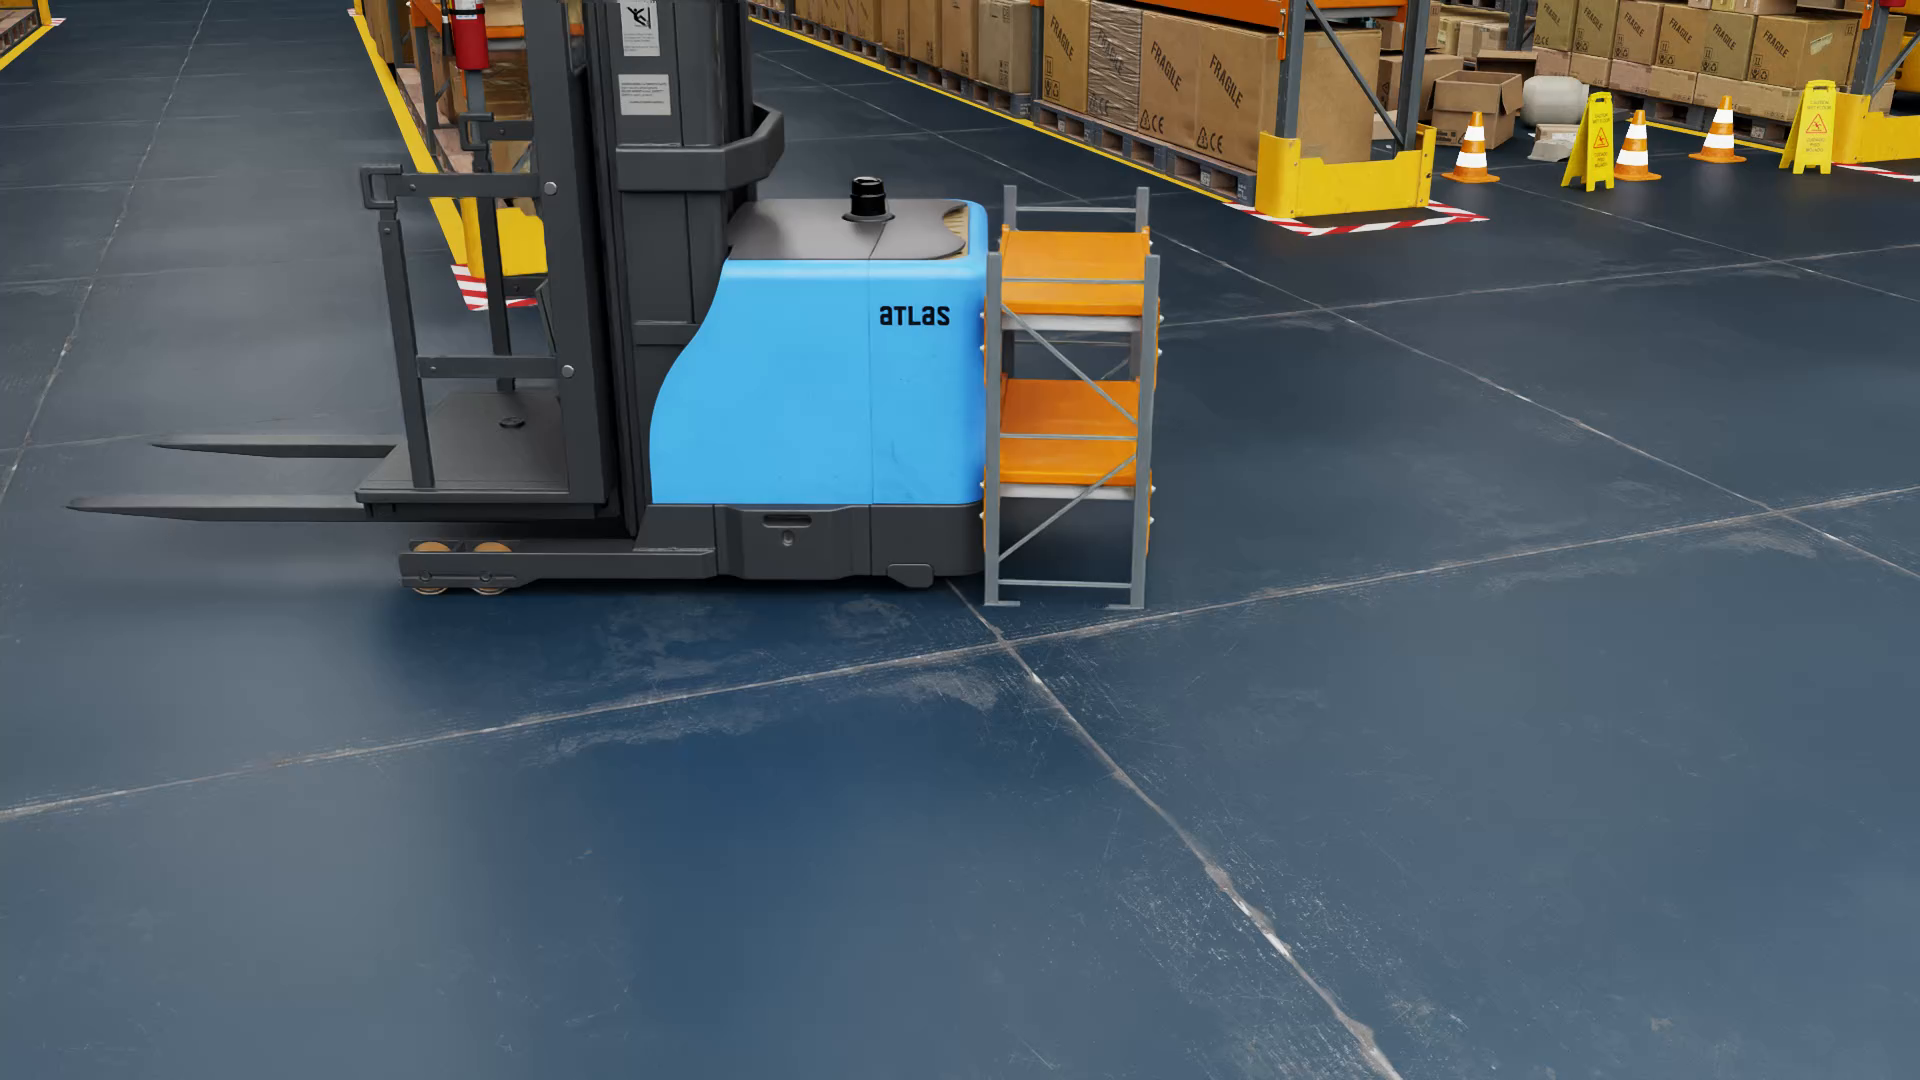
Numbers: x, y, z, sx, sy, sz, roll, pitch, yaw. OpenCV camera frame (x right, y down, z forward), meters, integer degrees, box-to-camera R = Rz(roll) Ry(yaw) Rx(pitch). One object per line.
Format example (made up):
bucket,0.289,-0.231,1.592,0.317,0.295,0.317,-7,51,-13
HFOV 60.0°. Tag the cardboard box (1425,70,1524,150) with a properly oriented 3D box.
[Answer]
cardboard box,4.112,-3.436,13.254,0.637,0.503,0.797,12,26,27

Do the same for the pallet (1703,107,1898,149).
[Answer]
pallet,6.820,-3.338,13.398,1.003,0.211,1.213,-8,24,-19

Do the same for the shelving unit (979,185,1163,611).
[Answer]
shelving unit,0.365,-0.506,5.502,0.538,1.125,1.048,2,23,4

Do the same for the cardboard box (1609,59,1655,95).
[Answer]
cardboard box,6.033,-4.039,14.470,0.500,0.250,0.500,-9,24,-20

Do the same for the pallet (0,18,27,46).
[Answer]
pallet,-11.774,-6.037,19.802,1.003,0.211,1.213,-8,24,-19

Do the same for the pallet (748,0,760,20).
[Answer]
pallet,-2.439,-7.338,22.888,1.003,0.211,1.213,-8,24,-19

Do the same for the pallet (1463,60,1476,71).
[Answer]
pallet,5.411,-4.746,16.740,1.003,0.211,1.213,-8,24,-19

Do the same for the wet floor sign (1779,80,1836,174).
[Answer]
wet floor sign,6.167,-2.995,12.024,0.267,0.644,0.232,0,23,-1

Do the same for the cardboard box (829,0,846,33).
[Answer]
cardboard box,-1.179,-6.110,19.063,0.500,0.500,0.500,-9,25,-21

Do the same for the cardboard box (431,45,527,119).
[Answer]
cardboard box,-3.780,-3.666,13.238,0.700,0.500,0.500,-10,25,-23

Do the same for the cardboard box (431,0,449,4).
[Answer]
cardboard box,-3.092,-3.426,10.339,0.380,0.149,0.250,-8,24,-19

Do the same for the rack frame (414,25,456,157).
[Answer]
rack frame,-3.583,-4.389,12.301,1.000,3.000,0.127,-8,24,-19

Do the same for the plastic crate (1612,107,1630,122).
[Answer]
plastic crate,5.475,-3.720,14.474,0.402,0.080,0.583,-18,29,-37

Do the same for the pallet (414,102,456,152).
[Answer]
pallet,-3.860,-3.387,13.513,1.003,0.211,1.213,-8,24,-19

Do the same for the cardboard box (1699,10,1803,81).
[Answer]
cardboard box,6.386,-4.012,13.440,0.500,0.500,0.500,-7,24,-17

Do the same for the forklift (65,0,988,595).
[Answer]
forklift,-1.413,-1.379,5.247,3.031,2.935,1.130,0,23,1

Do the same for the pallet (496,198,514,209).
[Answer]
pallet,-2.451,-1.978,10.172,1.003,0.211,1.213,-8,24,-19

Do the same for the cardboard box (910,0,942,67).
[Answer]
cardboard box,0.123,-5.092,16.326,1.050,0.750,0.750,-8,24,-18

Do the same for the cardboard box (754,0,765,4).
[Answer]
cardboard box,-2.556,-7.291,22.317,0.380,0.149,0.250,-8,24,-19

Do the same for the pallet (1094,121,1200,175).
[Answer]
pallet,1.723,-3.017,12.636,1.003,0.211,1.213,-8,24,-19

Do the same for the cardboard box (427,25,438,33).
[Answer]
cardboard box,-4.326,-4.248,14.618,0.700,0.500,0.500,-6,24,-15

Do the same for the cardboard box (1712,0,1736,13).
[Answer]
cardboard box,6.296,-4.337,13.378,0.380,0.149,0.250,-8,24,-18

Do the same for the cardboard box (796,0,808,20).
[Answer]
cardboard box,-1.721,-6.676,20.406,0.500,0.500,0.500,-7,24,-17

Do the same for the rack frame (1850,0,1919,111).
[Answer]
rack frame,7.101,-4.295,12.079,1.000,3.000,0.127,-8,24,-19

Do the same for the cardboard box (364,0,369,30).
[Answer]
cardboard box,-6.165,-6.280,18.984,1.225,0.875,0.875,-8,24,-19

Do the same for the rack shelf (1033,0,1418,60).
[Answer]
rack shelf,1.799,-3.975,12.244,1.077,0.370,4.000,-8,24,-19

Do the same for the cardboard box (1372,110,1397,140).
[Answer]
cardboard box,3.423,-3.401,13.477,0.396,0.266,0.258,-4,23,-10

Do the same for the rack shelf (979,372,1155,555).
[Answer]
rack shelf,0.365,-0.281,5.597,0.538,0.278,1.000,2,23,4

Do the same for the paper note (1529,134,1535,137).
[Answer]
paper note,4.745,-3.321,13.606,0.148,0.019,0.142,0,23,-1

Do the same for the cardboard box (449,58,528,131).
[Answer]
cardboard box,-3.479,-3.280,12.347,0.500,0.500,0.500,-9,25,-21

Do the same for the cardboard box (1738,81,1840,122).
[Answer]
cardboard box,6.555,-3.487,13.161,0.500,0.250,0.500,-8,24,-19

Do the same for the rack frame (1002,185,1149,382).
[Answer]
rack frame,0.403,-0.703,5.969,0.500,1.125,0.032,2,23,4

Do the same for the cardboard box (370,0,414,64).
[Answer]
cardboard box,-5.221,-5.310,16.682,1.225,0.875,0.875,-10,25,-21

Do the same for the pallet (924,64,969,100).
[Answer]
pallet,0.315,-4.462,16.064,1.003,0.211,1.213,-8,24,-19

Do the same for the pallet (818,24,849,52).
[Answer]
pallet,-1.022,-5.928,19.543,1.003,0.211,1.213,-8,24,-19

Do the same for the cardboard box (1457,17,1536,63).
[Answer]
cardboard box,5.500,-4.922,16.407,0.950,0.372,0.625,-8,24,-18

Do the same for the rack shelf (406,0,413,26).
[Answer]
rack shelf,-4.290,-4.784,14.165,1.077,0.370,4.000,-8,24,-19

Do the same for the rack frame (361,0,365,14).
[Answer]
rack frame,-7.822,-8.749,22.646,1.000,3.000,0.127,-8,24,-19

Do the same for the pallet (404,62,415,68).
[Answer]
pallet,-5.204,-4.854,16.995,1.003,0.211,1.213,-8,24,-19

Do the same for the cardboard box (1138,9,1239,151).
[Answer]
cardboard box,1.892,-3.351,12.032,0.875,0.875,0.875,-9,24,-20

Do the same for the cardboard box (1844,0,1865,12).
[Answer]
cardboard box,10.135,-5.718,17.972,0.875,0.625,0.625,-7,24,-17

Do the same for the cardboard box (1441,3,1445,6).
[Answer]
cardboard box,4.733,-5.711,18.281,0.950,0.372,0.625,-9,24,-20

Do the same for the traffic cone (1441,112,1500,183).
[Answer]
traffic cone,3.647,-2.798,11.793,0.336,0.463,0.334,-8,24,-19

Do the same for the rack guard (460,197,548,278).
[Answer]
rack guard,-2.197,-1.811,9.404,1.175,0.500,0.348,-8,24,-19

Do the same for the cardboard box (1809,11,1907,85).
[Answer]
cardboard box,7.066,-3.907,13.191,0.500,0.500,0.500,-9,25,-21

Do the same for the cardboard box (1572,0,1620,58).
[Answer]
cardboard box,5.844,-4.576,14.780,0.500,0.500,0.500,-7,24,-17

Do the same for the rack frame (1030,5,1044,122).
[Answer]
rack frame,1.093,-5.033,13.829,1.000,3.000,0.127,-8,24,-19

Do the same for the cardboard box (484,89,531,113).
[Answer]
cardboard box,-2.822,-2.649,10.851,0.500,0.500,0.500,-6,24,-14
